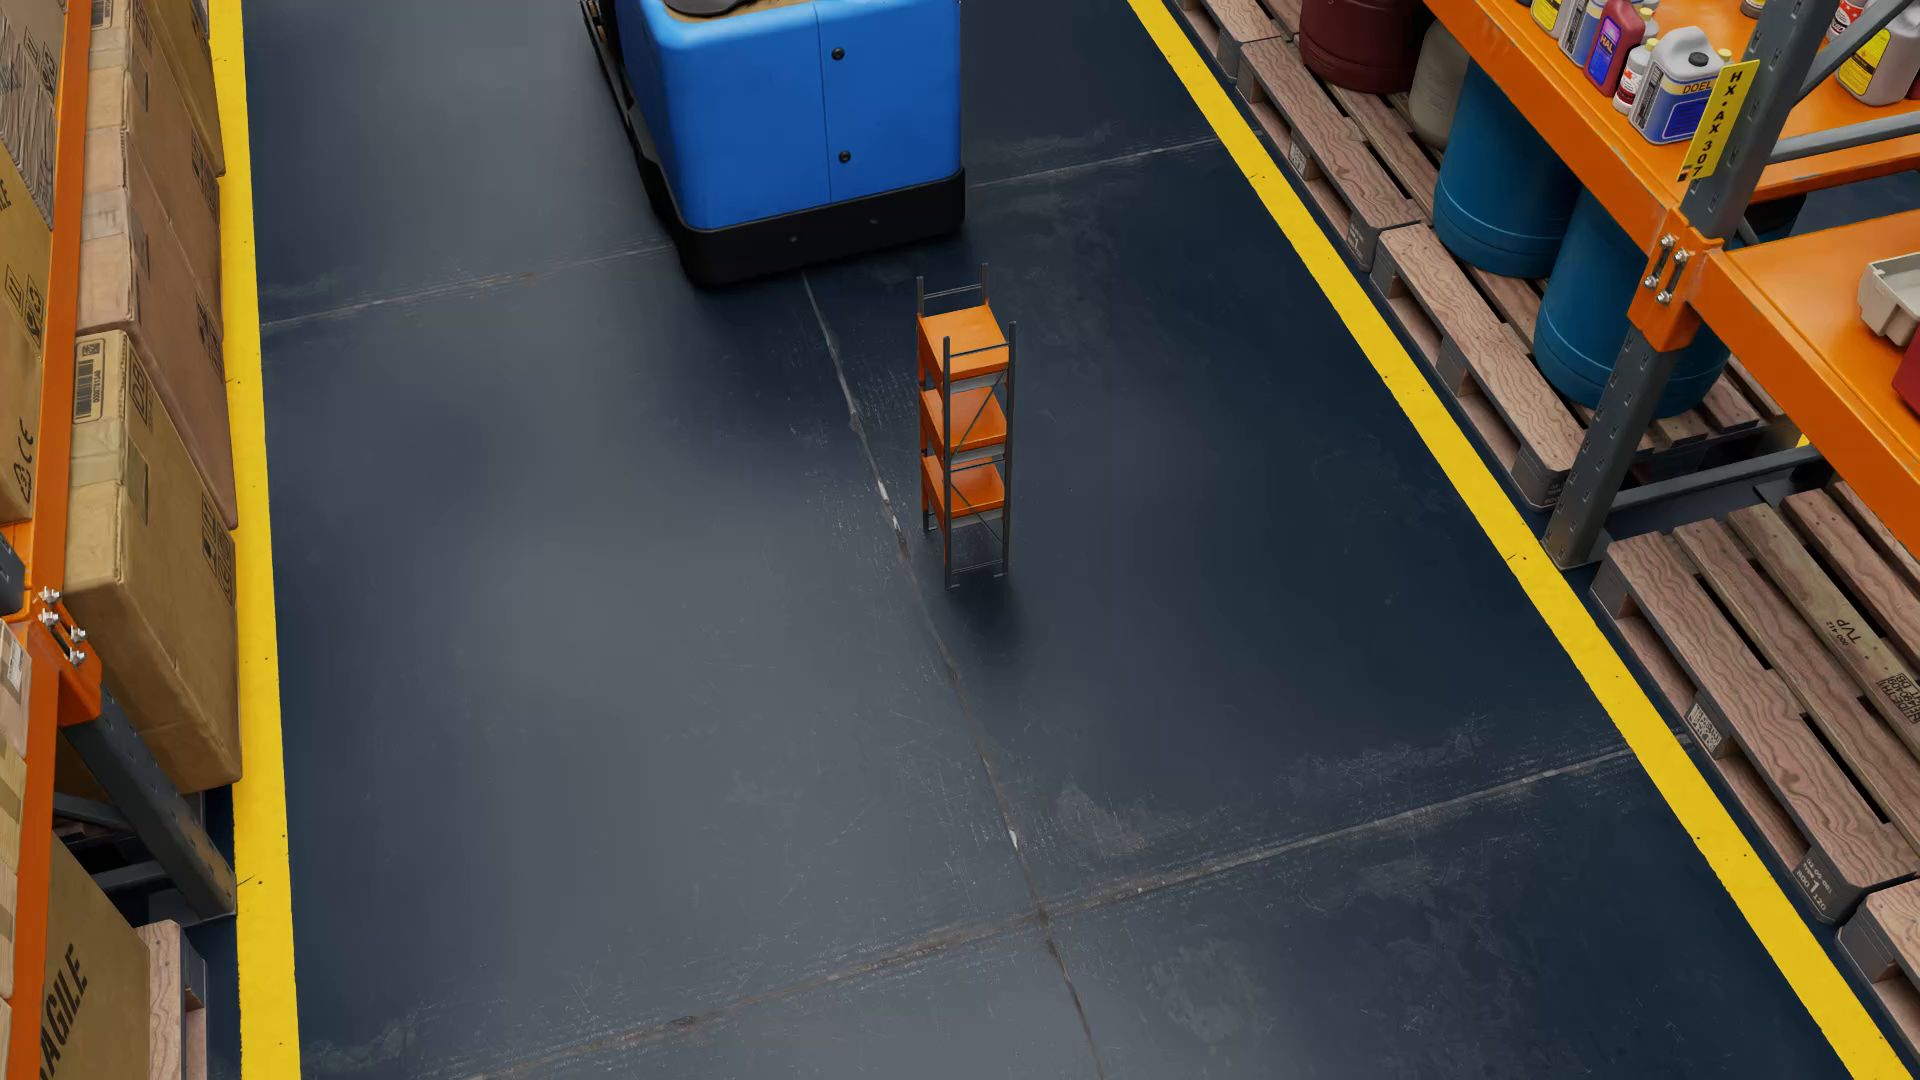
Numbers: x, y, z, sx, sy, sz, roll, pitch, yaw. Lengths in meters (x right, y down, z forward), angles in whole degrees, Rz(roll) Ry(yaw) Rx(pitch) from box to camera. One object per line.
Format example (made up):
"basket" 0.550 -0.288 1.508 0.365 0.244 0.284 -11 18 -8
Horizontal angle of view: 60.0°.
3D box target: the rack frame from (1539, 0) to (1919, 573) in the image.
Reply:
"rack frame" 2.320 -1.023 4.150 1.000 3.000 0.127 -13 51 -11

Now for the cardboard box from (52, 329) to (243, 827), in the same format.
"cardboard box" -2.620 0.184 4.248 1.225 0.875 0.875 -13 51 -11

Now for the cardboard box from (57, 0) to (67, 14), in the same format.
"cardboard box" -2.913 -1.808 4.747 0.500 0.500 0.500 -15 51 -12

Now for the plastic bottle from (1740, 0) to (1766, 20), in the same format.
"plastic bottle" 2.325 -1.608 4.774 0.097 0.201 0.097 0 50 0

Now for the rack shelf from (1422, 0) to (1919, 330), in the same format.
"rack shelf" 1.729 -2.252 5.657 1.077 0.370 4.000 -13 51 -11

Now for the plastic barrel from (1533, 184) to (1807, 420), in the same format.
"plastic barrel" 2.176 -0.883 5.130 0.600 0.901 0.708 -13 51 -11

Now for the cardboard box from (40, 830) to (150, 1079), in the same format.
"cardboard box" -2.292 1.147 3.436 0.875 0.875 0.875 -13 51 -11

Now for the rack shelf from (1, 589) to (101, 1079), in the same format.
"rack shelf" -1.820 1.790 2.250 1.077 0.370 4.000 -13 51 -11

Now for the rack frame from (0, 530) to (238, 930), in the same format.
"rack frame" -2.411 0.097 3.206 1.000 3.000 0.127 -13 51 -11

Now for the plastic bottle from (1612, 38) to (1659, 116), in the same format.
"plastic bottle" 1.834 -1.252 4.473 0.097 0.201 0.097 0 50 0

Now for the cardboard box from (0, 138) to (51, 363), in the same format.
"cardboard box" -2.458 -0.695 3.808 0.500 0.500 0.500 -13 51 -11

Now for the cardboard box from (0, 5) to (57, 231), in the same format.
"cardboard box" -2.606 -1.060 4.116 0.500 0.500 0.500 -14 51 -12

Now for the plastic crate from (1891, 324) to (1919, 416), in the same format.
"plastic crate" 2.345 -0.354 3.505 0.402 0.464 0.583 -13 51 -11

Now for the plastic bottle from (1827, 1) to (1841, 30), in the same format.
"plastic bottle" 2.499 -1.594 4.716 0.097 0.271 0.097 0 50 0

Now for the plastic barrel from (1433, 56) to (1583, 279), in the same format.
"plastic barrel" 1.966 -1.400 5.566 0.600 0.901 0.708 -13 51 -11

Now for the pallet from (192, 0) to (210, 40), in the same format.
"pallet" -3.824 -2.497 7.217 1.003 0.211 1.213 -13 51 -11

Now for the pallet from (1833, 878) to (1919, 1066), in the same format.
"pallet" 2.939 1.297 4.019 1.003 0.211 1.213 -13 51 -11

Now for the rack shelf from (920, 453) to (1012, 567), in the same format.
"rack shelf" 0.016 -0.113 5.036 0.215 0.259 0.240 -13 51 -11

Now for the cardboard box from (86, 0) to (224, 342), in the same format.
"cardboard box" -3.154 -1.113 5.342 1.225 0.875 0.875 -13 51 -11

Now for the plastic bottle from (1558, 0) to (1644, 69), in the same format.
"plastic bottle" 1.787 -1.464 4.604 0.152 0.276 0.135 -13 51 -11

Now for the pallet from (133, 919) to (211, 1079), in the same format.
"pallet" -2.261 1.569 3.789 1.003 0.211 1.213 -13 51 -11

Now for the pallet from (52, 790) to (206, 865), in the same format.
"pallet" -2.711 0.449 4.733 1.003 0.211 1.213 -13 51 -11

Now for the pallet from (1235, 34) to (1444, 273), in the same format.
"pallet" 1.767 -1.590 6.452 1.003 0.211 1.213 -13 51 -11

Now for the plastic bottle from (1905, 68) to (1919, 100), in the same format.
"plastic bottle" 2.619 -1.349 4.502 0.061 0.283 0.133 -13 51 -11

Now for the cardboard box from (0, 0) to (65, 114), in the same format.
"cardboard box" -2.763 -1.436 4.434 0.500 0.500 0.500 -12 51 -10

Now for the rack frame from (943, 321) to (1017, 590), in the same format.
"rack frame" 0.052 -0.210 4.741 0.200 1.050 0.008 -13 51 -11

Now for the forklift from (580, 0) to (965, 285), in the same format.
"forklift" -0.950 -3.009 5.870 1.130 2.935 3.031 -15 52 -12

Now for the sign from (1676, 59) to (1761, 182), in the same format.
"sign" 1.794 -0.989 3.941 0.100 0.325 0.005 -13 51 -11

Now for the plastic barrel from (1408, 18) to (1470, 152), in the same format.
"plastic barrel" 1.885 -1.707 6.080 0.421 0.512 0.421 0 50 0

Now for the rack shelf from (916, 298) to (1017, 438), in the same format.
"rack shelf" 0.016 -0.475 4.607 0.215 0.259 0.240 -13 51 -11

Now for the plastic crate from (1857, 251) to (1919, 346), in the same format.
"plastic crate" 2.321 -0.585 3.914 0.396 0.136 0.243 -13 51 -11

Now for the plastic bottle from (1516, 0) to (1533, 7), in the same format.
"plastic bottle" 1.681 -1.739 4.787 0.144 0.351 0.185 -13 51 -11

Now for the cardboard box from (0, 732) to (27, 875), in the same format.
"cardboard box" -1.932 0.515 3.018 0.380 0.149 0.250 -12 51 -10

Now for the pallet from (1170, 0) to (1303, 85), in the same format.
"pallet" 1.410 -2.479 7.202 1.003 0.211 1.213 -13 51 -11

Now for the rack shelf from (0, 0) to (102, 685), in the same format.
"rack shelf" -3.003 -1.132 4.713 1.077 0.370 4.000 -13 51 -11

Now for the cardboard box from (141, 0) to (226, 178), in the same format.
"cardboard box" -3.410 -1.766 5.892 1.225 0.875 0.875 -15 52 -13

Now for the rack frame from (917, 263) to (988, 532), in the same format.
"rack frame" -0.020 -0.388 4.891 0.200 1.050 0.008 -13 51 -11

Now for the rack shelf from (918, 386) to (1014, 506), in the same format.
"rack shelf" 0.016 -0.292 4.824 0.215 0.259 0.240 -13 51 -11

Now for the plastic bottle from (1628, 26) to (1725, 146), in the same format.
"plastic bottle" 1.895 -1.198 4.379 0.152 0.276 0.135 -13 51 -11

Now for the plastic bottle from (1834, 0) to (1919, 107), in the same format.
"plastic bottle" 2.514 -1.367 4.473 0.144 0.351 0.185 -13 51 -11

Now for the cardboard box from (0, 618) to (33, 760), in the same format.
"cardboard box" -2.008 0.327 3.177 0.380 0.149 0.250 -13 51 -11

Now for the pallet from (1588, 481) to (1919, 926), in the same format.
"pallet" 2.575 0.404 4.771 1.003 0.211 1.213 -13 51 -11

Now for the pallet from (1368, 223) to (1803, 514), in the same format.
"pallet" 2.132 -0.697 5.699 1.003 0.211 1.213 -13 51 -11

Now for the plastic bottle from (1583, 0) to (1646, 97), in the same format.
"plastic bottle" 1.783 -1.359 4.510 0.061 0.283 0.133 -13 51 -11

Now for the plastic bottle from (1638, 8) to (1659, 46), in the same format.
"plastic bottle" 1.853 -1.363 4.567 0.097 0.201 0.097 0 50 0

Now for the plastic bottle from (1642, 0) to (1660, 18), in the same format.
"plastic bottle" 1.900 -1.482 4.667 0.097 0.201 0.097 0 50 0

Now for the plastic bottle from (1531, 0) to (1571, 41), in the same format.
"plastic bottle" 1.736 -1.604 4.673 0.144 0.351 0.185 -13 51 -11

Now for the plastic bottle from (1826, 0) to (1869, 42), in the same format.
"plastic bottle" 2.528 -1.501 4.683 0.097 0.201 0.097 0 50 0

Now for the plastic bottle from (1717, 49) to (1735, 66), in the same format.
"plastic bottle" 2.008 -1.215 4.443 0.097 0.201 0.097 0 50 0

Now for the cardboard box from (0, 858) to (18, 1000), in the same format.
"cardboard box" -1.856 0.702 2.860 0.380 0.149 0.250 -14 51 -12

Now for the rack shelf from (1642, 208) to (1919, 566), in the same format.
"rack shelf" 2.912 0.670 3.194 1.077 0.370 4.000 -13 51 -11

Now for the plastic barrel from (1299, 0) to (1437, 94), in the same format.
"plastic barrel" 1.632 -2.124 6.381 0.600 0.588 0.708 -13 51 -11

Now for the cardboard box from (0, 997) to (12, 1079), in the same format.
"cardboard box" -1.780 0.890 2.702 0.380 0.149 0.250 -12 51 -10

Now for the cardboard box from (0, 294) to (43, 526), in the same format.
"cardboard box" -2.308 -0.328 3.499 0.500 0.500 0.500 -13 51 -11

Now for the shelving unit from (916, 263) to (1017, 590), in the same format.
"shelving unit" 0.016 -0.299 4.816 0.215 1.050 0.252 -13 51 -11

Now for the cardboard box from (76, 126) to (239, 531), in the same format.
"cardboard box" -2.885 -0.469 4.798 1.225 0.875 0.875 -15 51 -12
